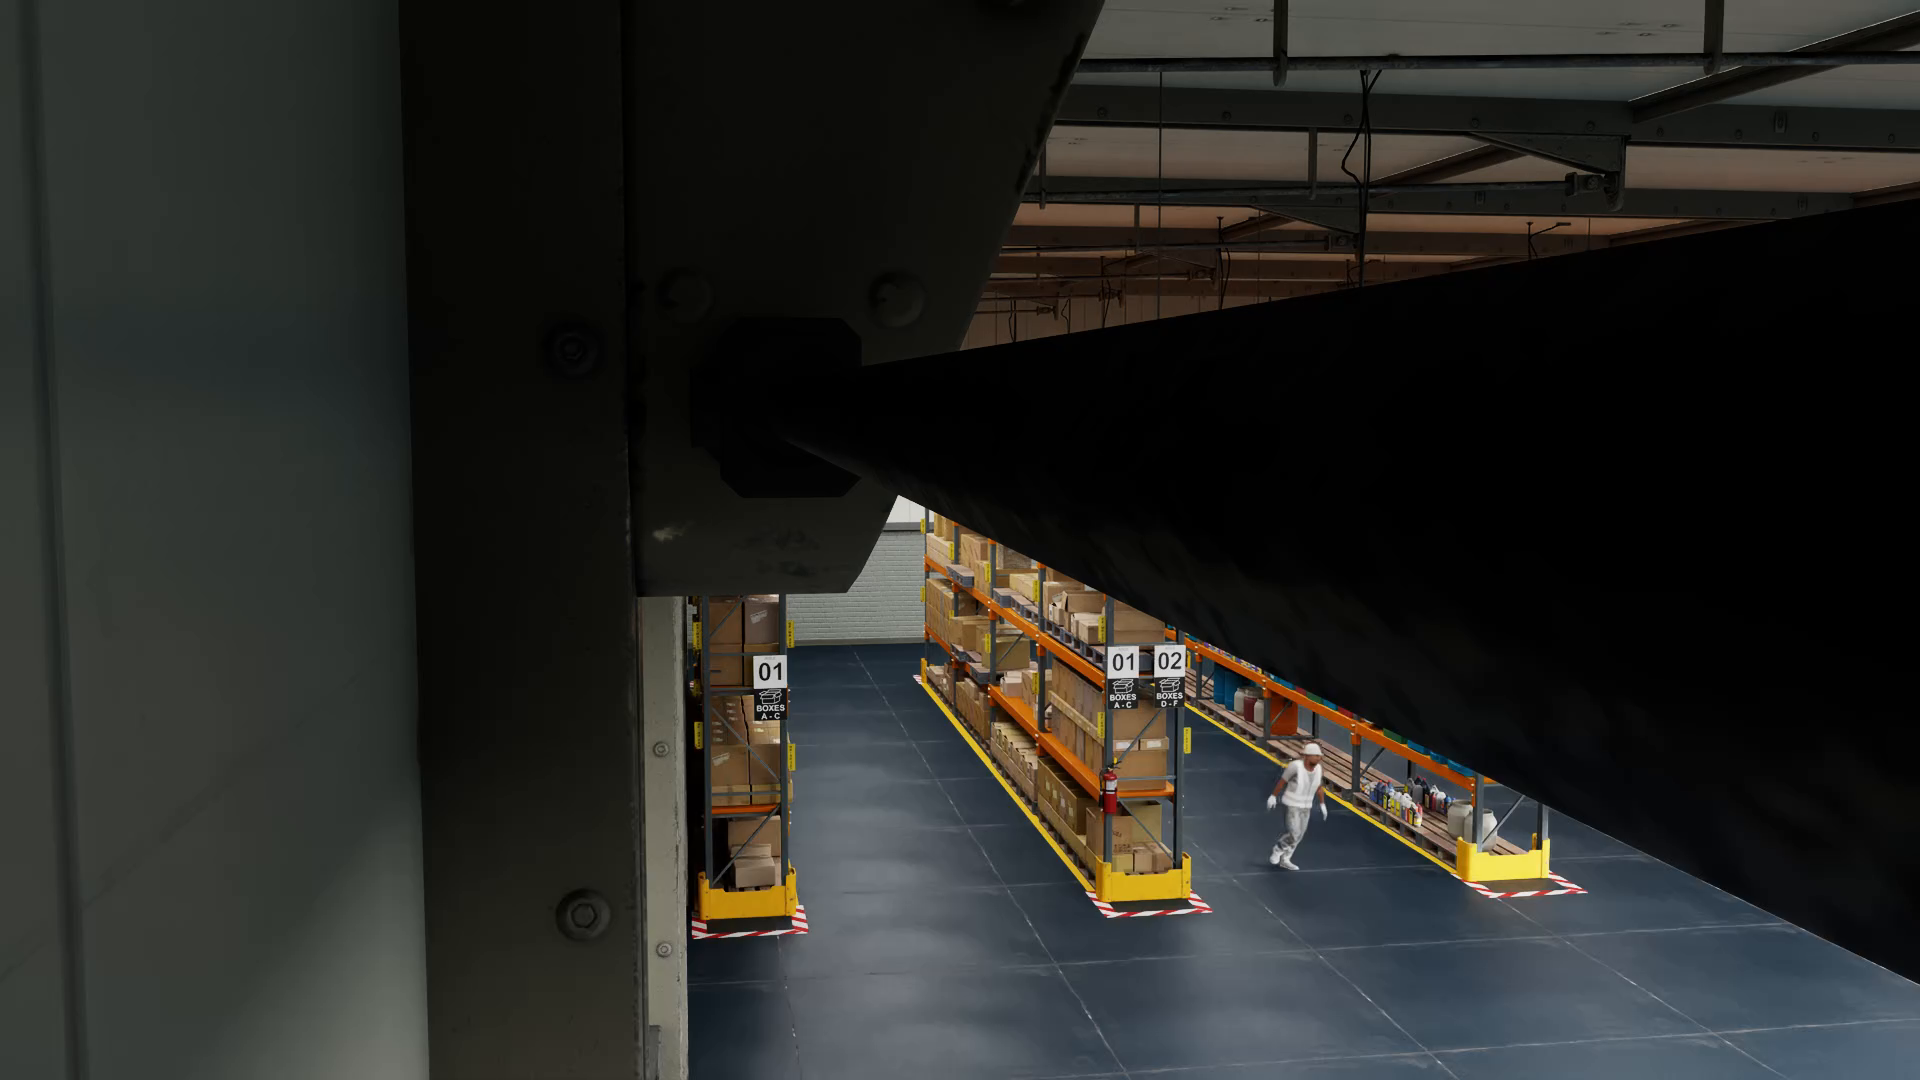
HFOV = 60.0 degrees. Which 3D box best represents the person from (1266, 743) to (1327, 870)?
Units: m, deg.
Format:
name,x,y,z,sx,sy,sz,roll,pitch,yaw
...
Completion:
name,x,y,z,sx,sy,sz,roll,pitch,yaw
person,4.490,3.530,22.035,0.686,1.732,0.614,-3,6,-31
